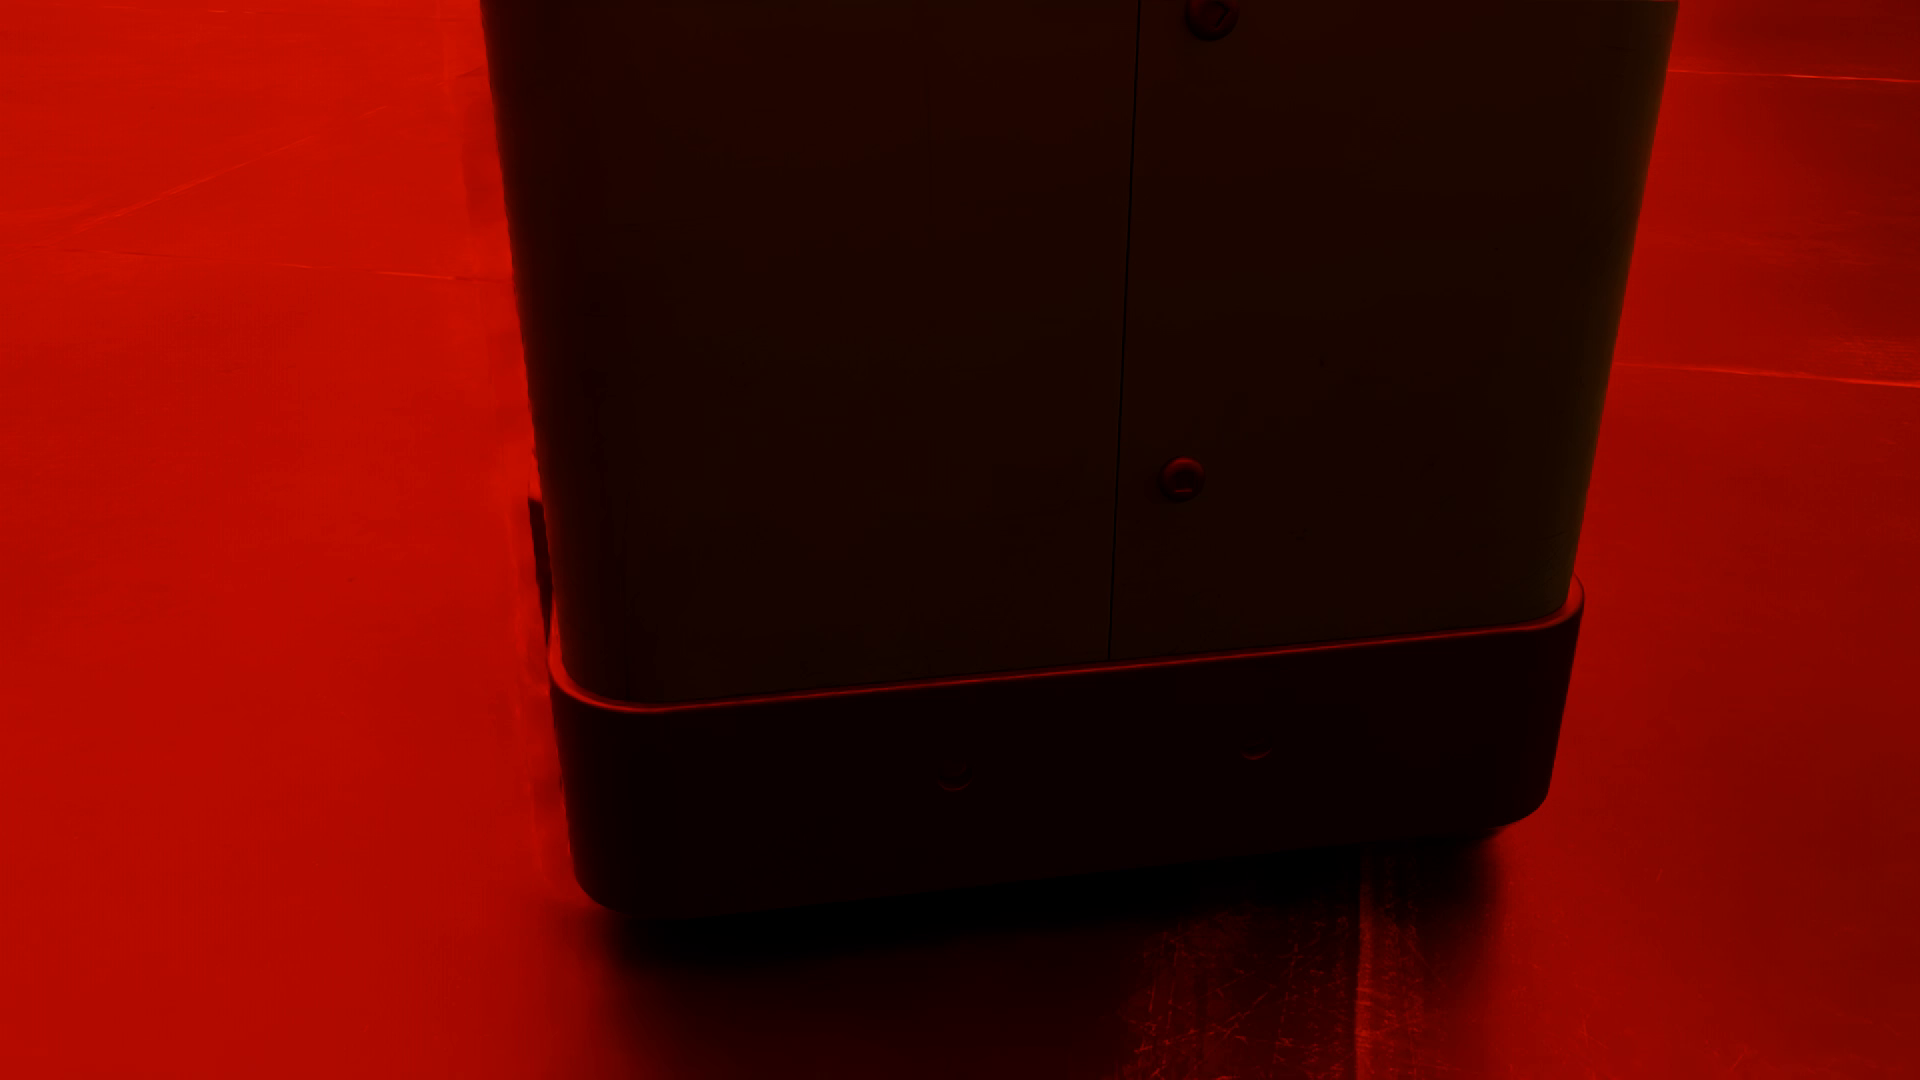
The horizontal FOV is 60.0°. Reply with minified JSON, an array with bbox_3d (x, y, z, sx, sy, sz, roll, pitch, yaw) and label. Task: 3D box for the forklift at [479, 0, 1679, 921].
[{"bbox_3d":[-0.122,-1.581,2.379,1.130,2.935,3.031,-5,27,-9],"label":"forklift"}]
